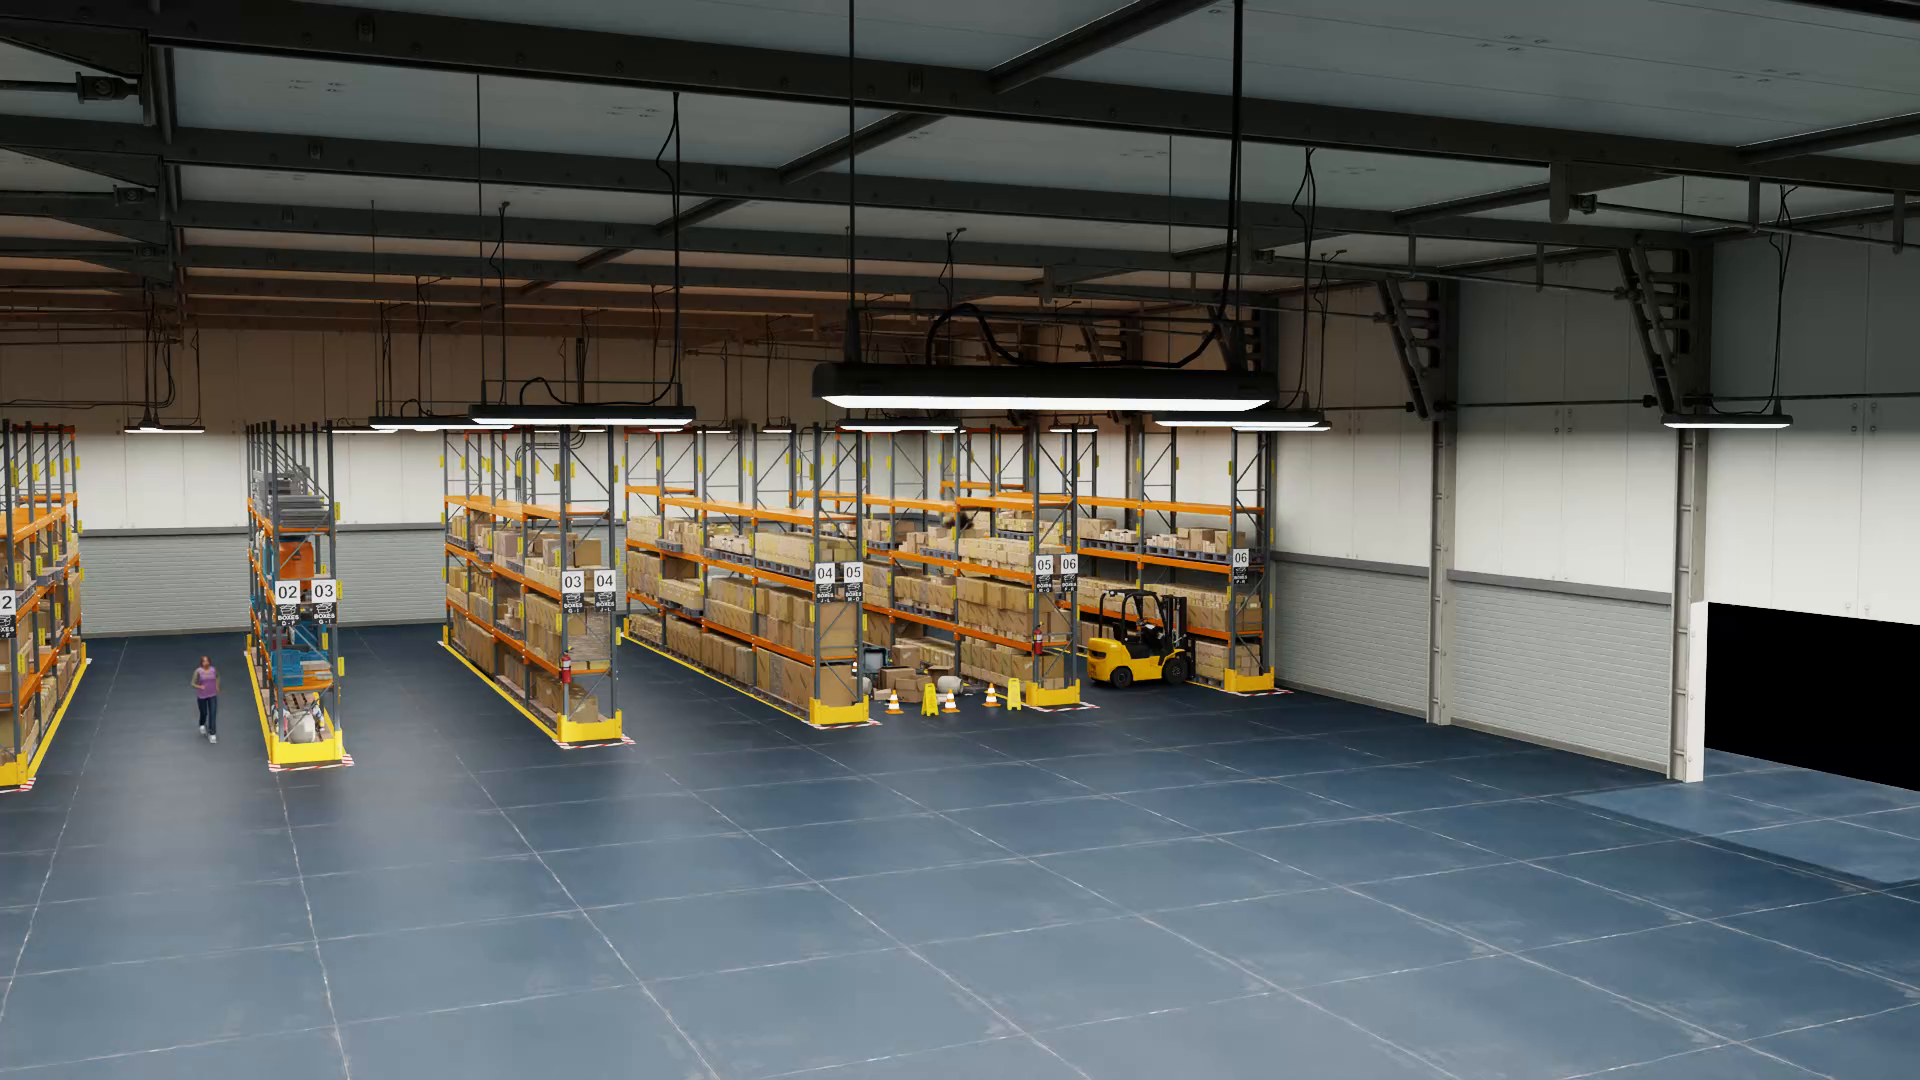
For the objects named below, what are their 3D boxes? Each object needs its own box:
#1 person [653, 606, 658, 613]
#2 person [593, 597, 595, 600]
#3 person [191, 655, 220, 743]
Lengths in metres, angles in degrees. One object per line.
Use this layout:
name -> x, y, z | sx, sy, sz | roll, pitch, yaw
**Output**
person -> -8.972, 1.748, 49.497 | 0.730, 1.822, 0.674 | -3, 5, -43
person -> -9.238, 2.208, 42.291 | 0.663, 1.748, 0.780 | -2, 4, -33
person -> -14.161, 2.962, 31.252 | 0.538, 1.605, 0.877 | -2, 4, -34
